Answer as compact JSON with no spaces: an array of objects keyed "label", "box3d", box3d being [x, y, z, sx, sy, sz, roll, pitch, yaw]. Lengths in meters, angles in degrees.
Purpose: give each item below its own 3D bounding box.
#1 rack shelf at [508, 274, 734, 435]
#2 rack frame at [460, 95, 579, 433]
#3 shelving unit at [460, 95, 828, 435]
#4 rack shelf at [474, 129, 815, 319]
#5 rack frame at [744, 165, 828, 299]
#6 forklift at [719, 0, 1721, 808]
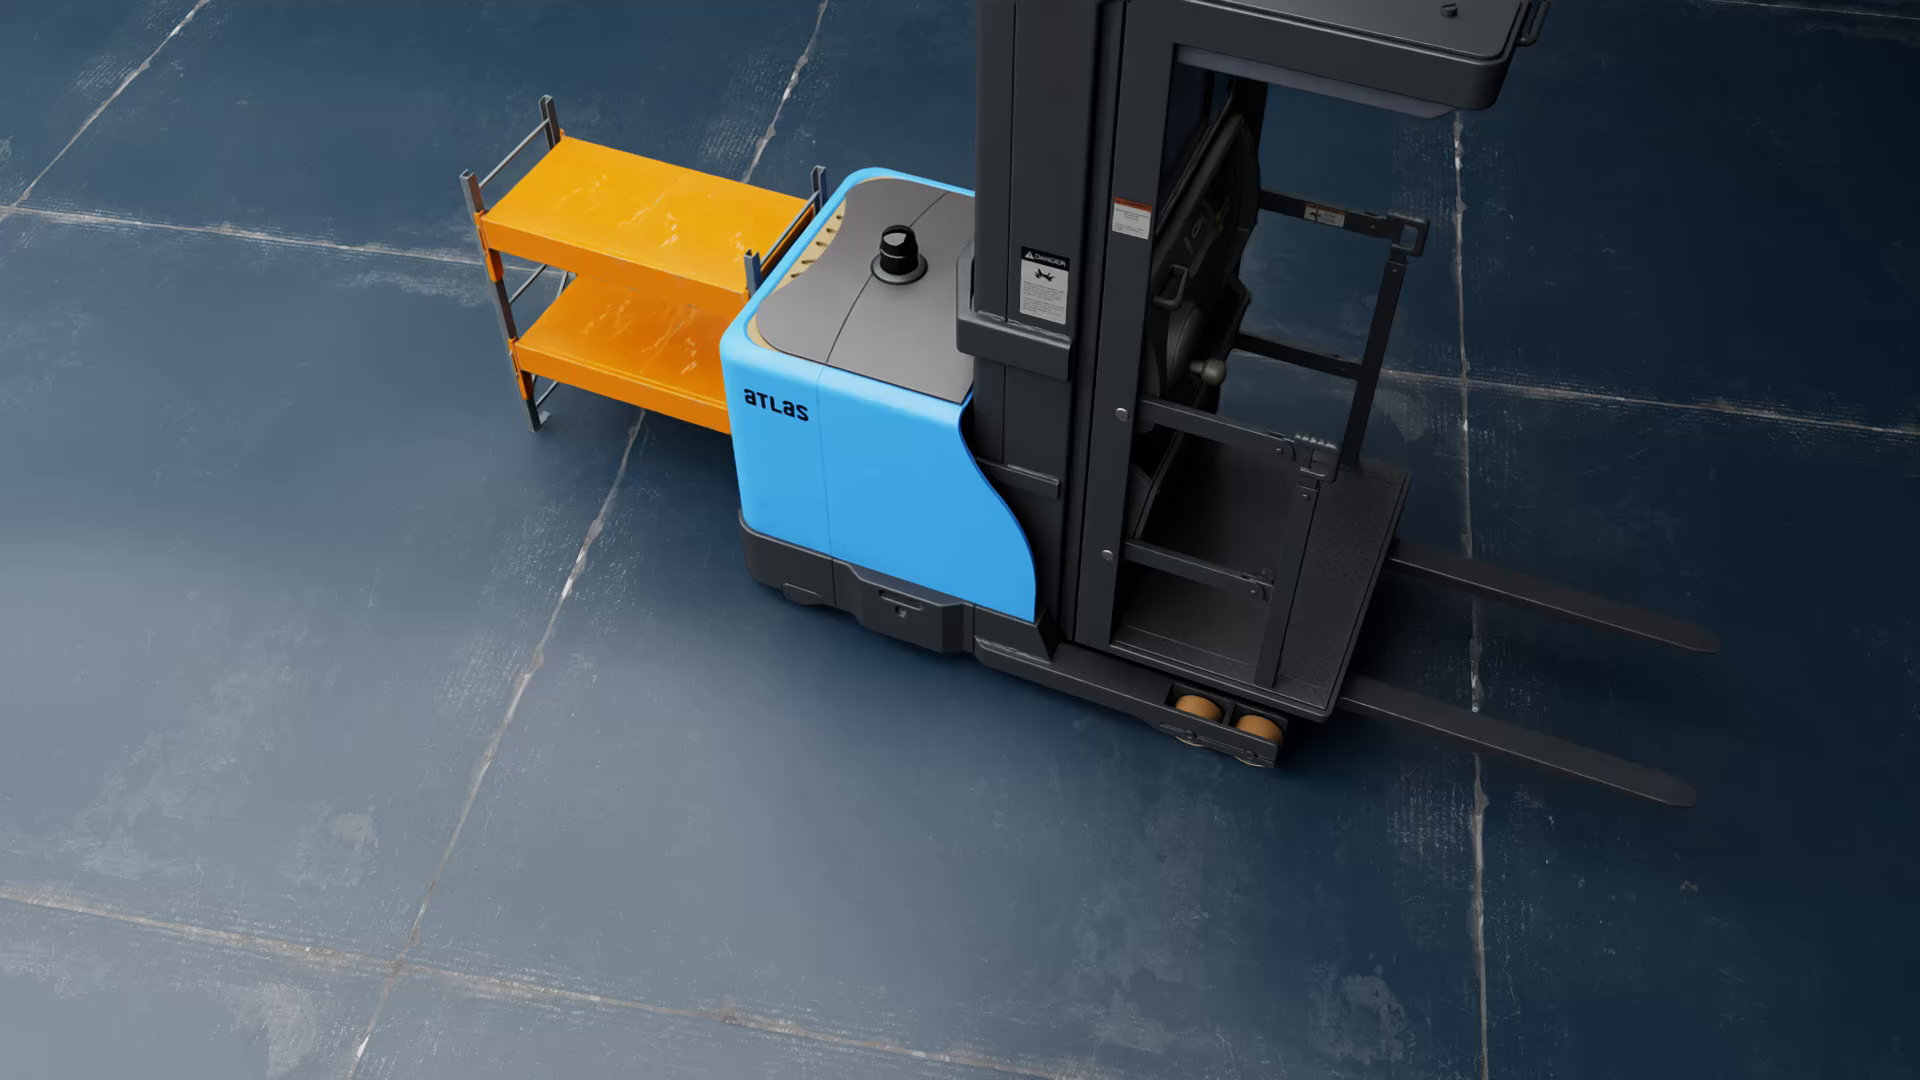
[{"label":"rack shelf","box3d":[-1.008,-0.631,5.889,1.000,0.278,0.538,18,50,15]},{"label":"rack frame","box3d":[-1.476,-0.943,5.841,0.032,1.125,0.500,18,50,15]},{"label":"shelving unit","box3d":[-1.008,-0.794,5.707,1.048,1.125,0.538,18,50,15]},{"label":"rack shelf","box3d":[-1.008,-0.990,5.490,1.000,0.278,0.538,18,50,15]},{"label":"rack frame","box3d":[-0.541,-0.646,5.574,0.032,1.125,0.500,18,50,15]},{"label":"forklift","box3d":[0.844,-0.736,4.440,3.031,2.935,1.130,18,50,15]}]
